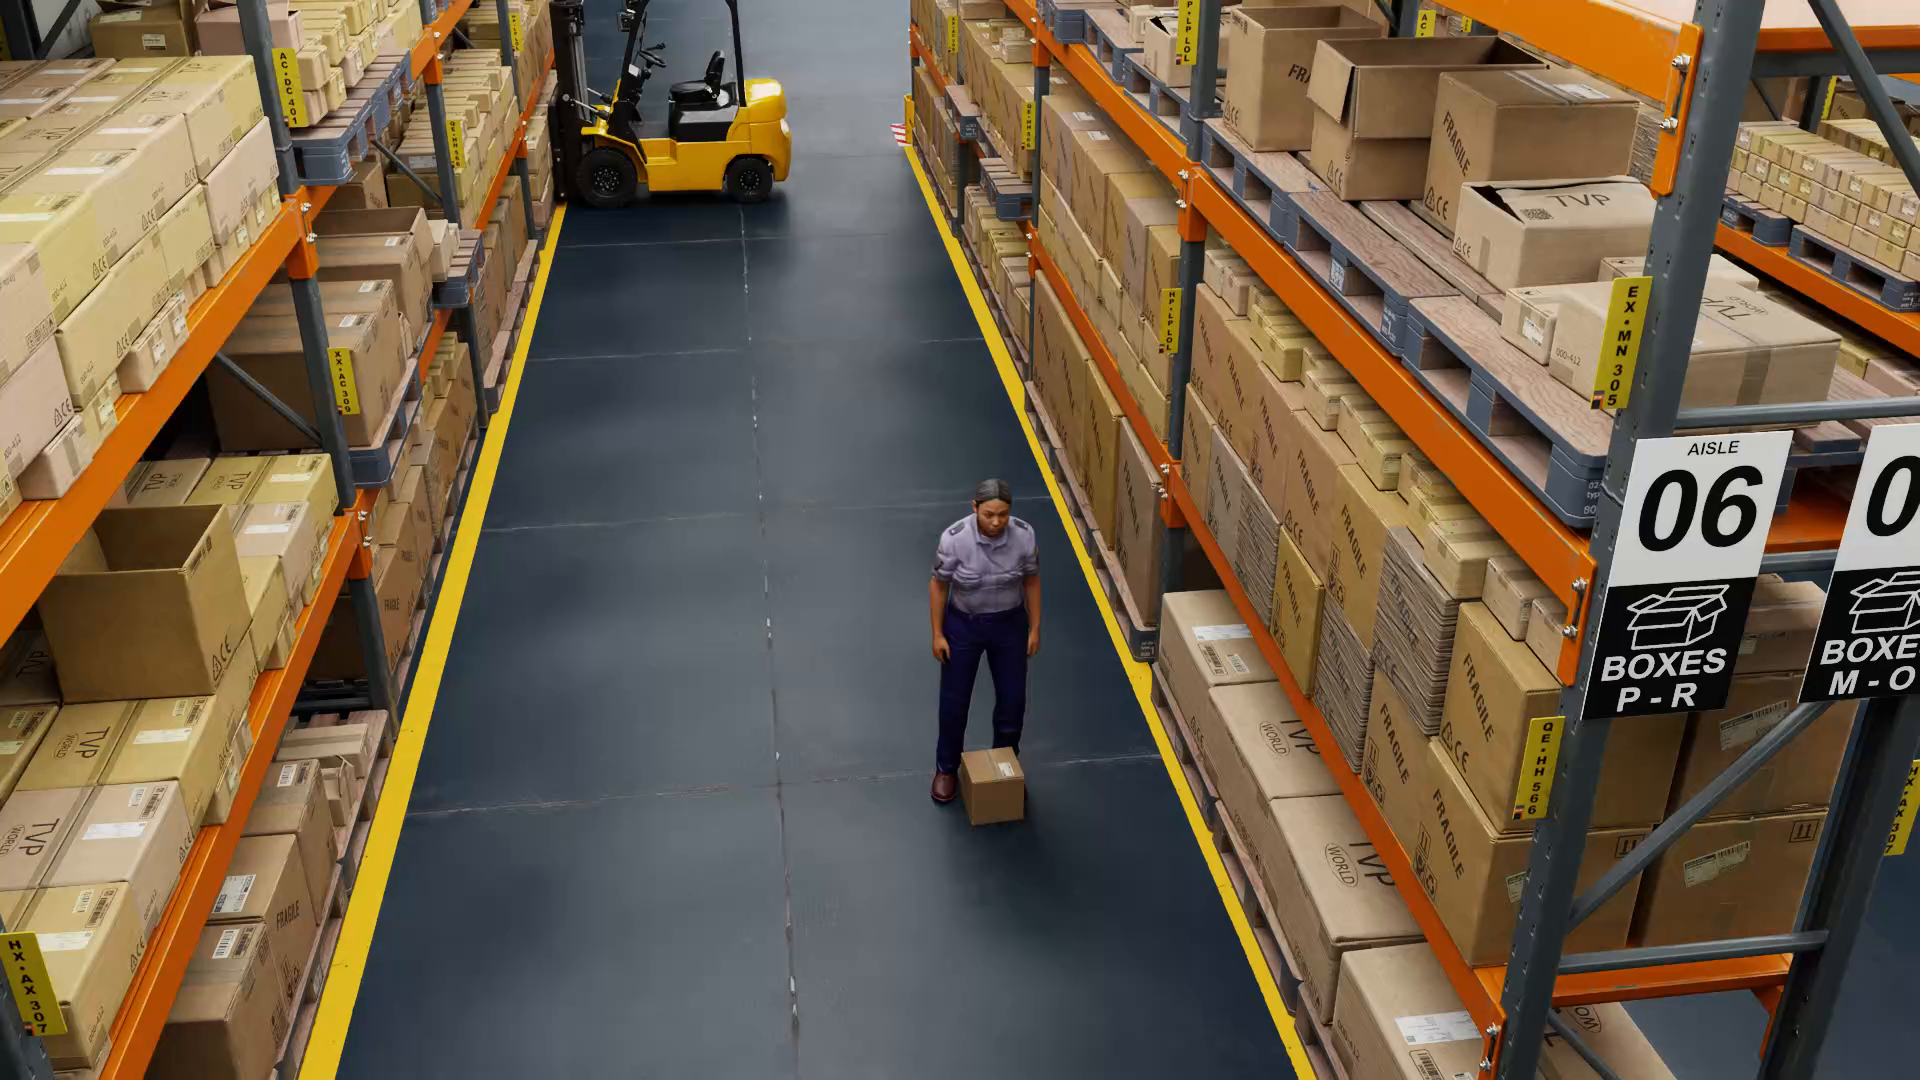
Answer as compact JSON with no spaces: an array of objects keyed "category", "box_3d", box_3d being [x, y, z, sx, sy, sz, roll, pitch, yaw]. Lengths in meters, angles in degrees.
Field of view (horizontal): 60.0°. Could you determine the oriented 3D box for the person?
[{"category":"person","box_3d":[0.117,0.448,7.758,0.543,1.652,0.414,-4,28,-7]}]
